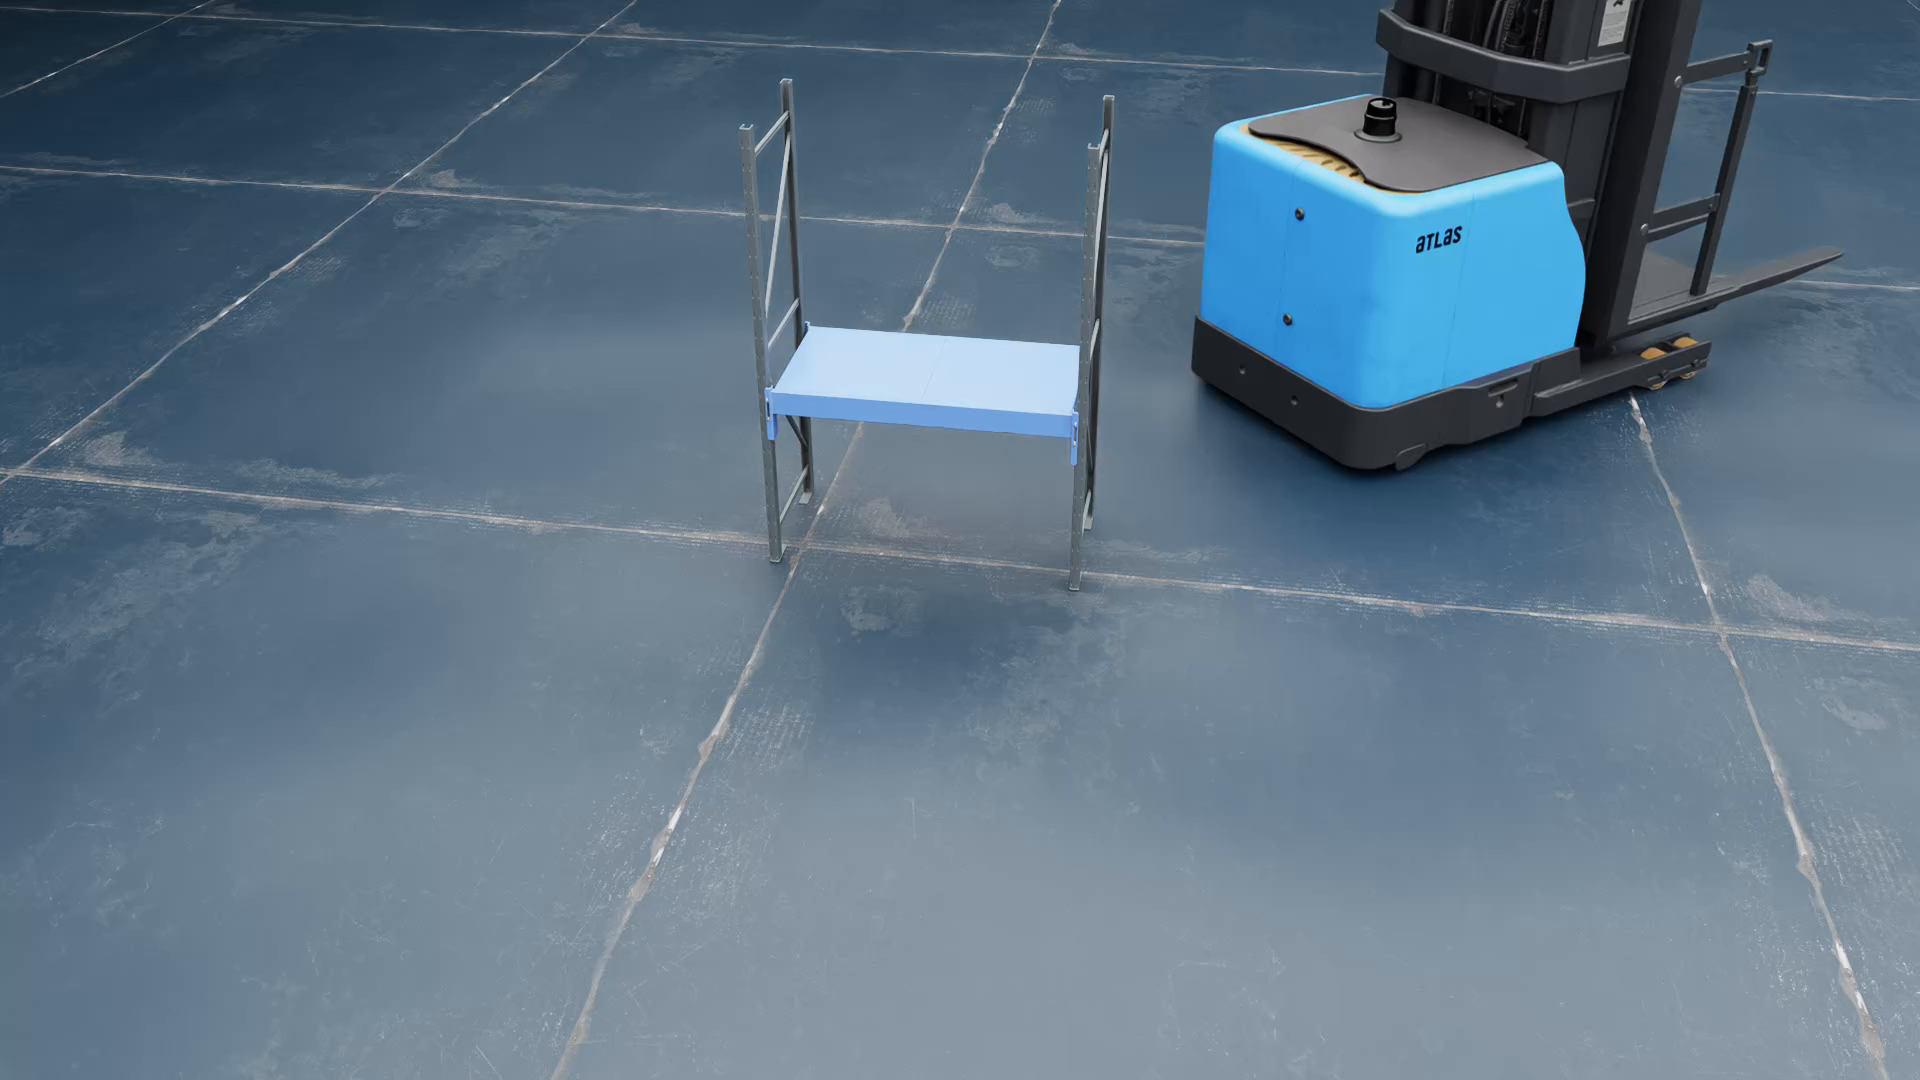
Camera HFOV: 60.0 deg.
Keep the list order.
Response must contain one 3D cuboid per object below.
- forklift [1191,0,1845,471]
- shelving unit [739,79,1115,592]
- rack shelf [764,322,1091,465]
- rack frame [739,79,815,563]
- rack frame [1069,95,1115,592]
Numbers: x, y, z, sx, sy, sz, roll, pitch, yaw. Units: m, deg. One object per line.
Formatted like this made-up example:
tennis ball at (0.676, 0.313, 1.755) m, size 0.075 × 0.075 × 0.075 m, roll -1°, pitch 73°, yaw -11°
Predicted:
forklift at (2.461, -2.070, 6.294) m, size 3.031 × 2.935 × 1.130 m, roll -18°, pitch 36°, yaw -26°
shelving unit at (-0.084, -0.643, 5.364) m, size 1.048 × 1.500 × 0.538 m, roll 5°, pitch 32°, yaw 8°
rack shelf at (-0.084, -0.491, 5.460) m, size 1.000 × 0.185 × 0.538 m, roll 5°, pitch 32°, yaw 8°
rack frame at (-0.585, -0.689, 5.437) m, size 0.032 × 1.500 × 0.500 m, roll 5°, pitch 32°, yaw 8°
rack frame at (0.417, -0.598, 5.292) m, size 0.032 × 1.500 × 0.500 m, roll 5°, pitch 32°, yaw 8°
